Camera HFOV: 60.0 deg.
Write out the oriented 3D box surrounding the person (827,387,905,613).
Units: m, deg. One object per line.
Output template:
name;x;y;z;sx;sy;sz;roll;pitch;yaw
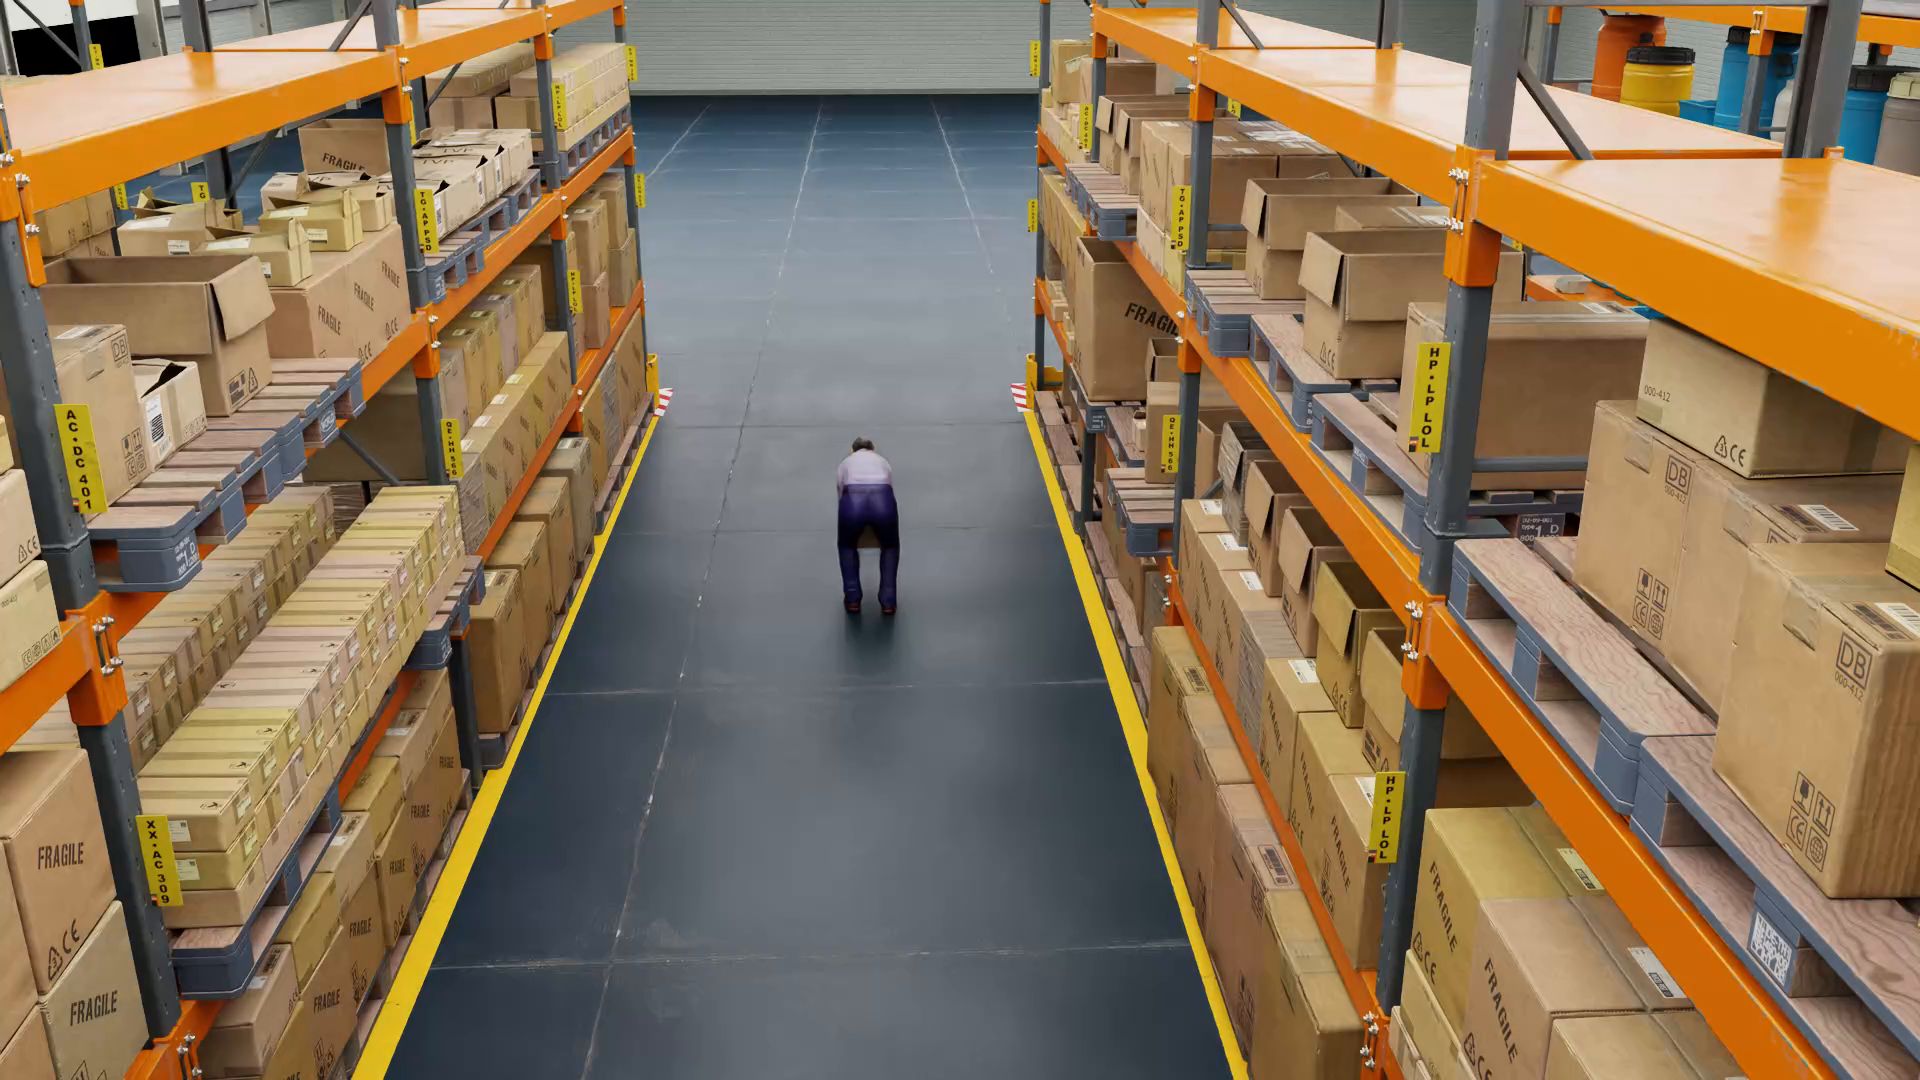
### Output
person;-0.669;-0.273;11.820;0.550;1.650;0.425;-2;21;-6
